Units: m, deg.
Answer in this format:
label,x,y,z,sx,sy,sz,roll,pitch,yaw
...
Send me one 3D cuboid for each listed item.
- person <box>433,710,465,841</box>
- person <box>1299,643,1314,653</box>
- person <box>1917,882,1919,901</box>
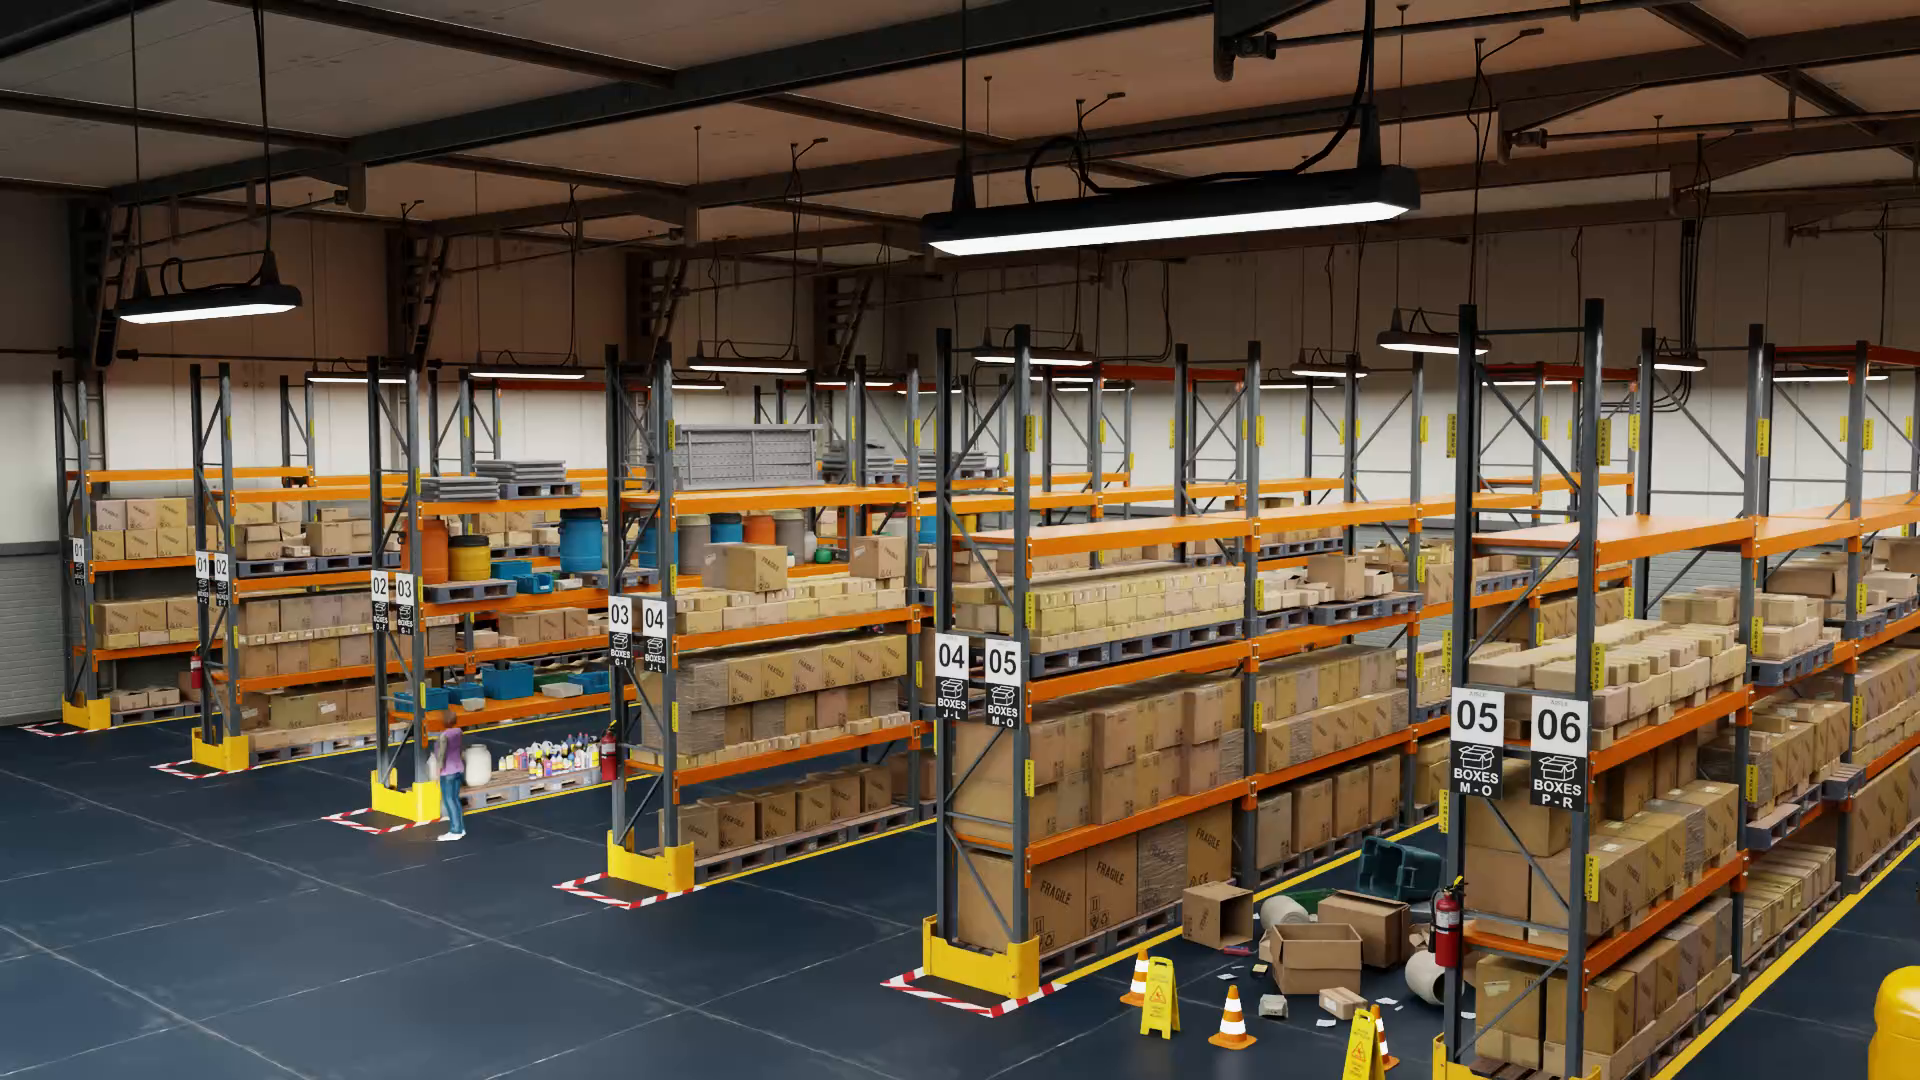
label,x,y,z,sx,sy,sz,roll,pitch,yaw
person,-6.269,2.895,20.454,0.355,1.628,0.533,1,4,12
person,5.482,2.416,26.676,0.623,1.661,0.520,-4,6,-42
person,8.739,3.332,14.663,0.645,1.681,0.757,4,6,44
